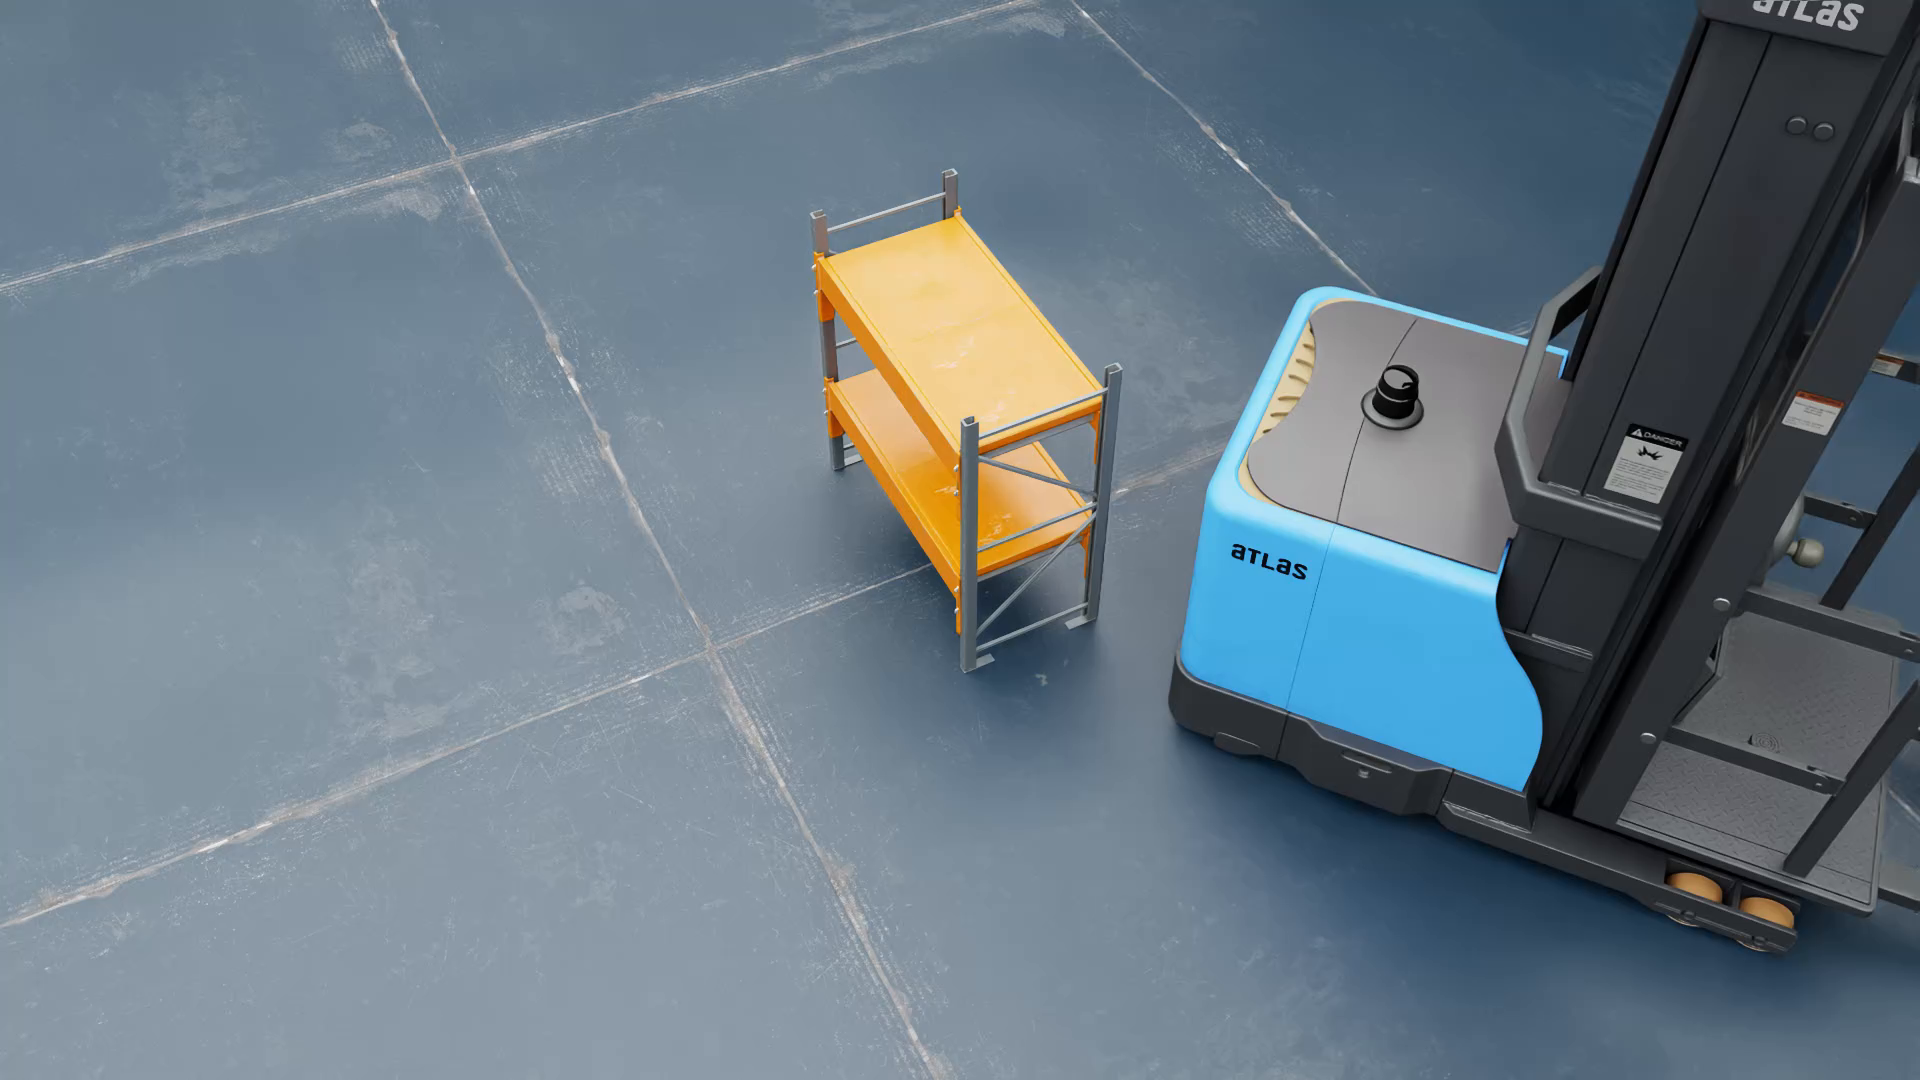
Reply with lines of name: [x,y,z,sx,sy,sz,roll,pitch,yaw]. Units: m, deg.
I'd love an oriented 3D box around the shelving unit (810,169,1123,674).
shelving unit: [-0.003,-0.375,5.331,0.538,1.125,1.048,-21,52,-18]

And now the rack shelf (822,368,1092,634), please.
rack shelf: [-0.003,-0.214,5.515,0.538,0.278,1.000,-21,52,-18]

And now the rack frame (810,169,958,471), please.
rack frame: [-0.236,-0.715,5.628,0.500,1.125,0.032,-21,52,-18]

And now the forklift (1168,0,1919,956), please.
forklift: [2.214,-0.257,4.028,3.031,2.935,1.130,19,51,16]

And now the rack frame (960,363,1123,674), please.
rack frame: [0.230,-0.035,5.033,0.500,1.125,0.032,-21,52,-18]

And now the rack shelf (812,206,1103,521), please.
rack shelf: [-0.003,-0.568,5.110,0.538,0.278,1.000,-21,52,-18]
